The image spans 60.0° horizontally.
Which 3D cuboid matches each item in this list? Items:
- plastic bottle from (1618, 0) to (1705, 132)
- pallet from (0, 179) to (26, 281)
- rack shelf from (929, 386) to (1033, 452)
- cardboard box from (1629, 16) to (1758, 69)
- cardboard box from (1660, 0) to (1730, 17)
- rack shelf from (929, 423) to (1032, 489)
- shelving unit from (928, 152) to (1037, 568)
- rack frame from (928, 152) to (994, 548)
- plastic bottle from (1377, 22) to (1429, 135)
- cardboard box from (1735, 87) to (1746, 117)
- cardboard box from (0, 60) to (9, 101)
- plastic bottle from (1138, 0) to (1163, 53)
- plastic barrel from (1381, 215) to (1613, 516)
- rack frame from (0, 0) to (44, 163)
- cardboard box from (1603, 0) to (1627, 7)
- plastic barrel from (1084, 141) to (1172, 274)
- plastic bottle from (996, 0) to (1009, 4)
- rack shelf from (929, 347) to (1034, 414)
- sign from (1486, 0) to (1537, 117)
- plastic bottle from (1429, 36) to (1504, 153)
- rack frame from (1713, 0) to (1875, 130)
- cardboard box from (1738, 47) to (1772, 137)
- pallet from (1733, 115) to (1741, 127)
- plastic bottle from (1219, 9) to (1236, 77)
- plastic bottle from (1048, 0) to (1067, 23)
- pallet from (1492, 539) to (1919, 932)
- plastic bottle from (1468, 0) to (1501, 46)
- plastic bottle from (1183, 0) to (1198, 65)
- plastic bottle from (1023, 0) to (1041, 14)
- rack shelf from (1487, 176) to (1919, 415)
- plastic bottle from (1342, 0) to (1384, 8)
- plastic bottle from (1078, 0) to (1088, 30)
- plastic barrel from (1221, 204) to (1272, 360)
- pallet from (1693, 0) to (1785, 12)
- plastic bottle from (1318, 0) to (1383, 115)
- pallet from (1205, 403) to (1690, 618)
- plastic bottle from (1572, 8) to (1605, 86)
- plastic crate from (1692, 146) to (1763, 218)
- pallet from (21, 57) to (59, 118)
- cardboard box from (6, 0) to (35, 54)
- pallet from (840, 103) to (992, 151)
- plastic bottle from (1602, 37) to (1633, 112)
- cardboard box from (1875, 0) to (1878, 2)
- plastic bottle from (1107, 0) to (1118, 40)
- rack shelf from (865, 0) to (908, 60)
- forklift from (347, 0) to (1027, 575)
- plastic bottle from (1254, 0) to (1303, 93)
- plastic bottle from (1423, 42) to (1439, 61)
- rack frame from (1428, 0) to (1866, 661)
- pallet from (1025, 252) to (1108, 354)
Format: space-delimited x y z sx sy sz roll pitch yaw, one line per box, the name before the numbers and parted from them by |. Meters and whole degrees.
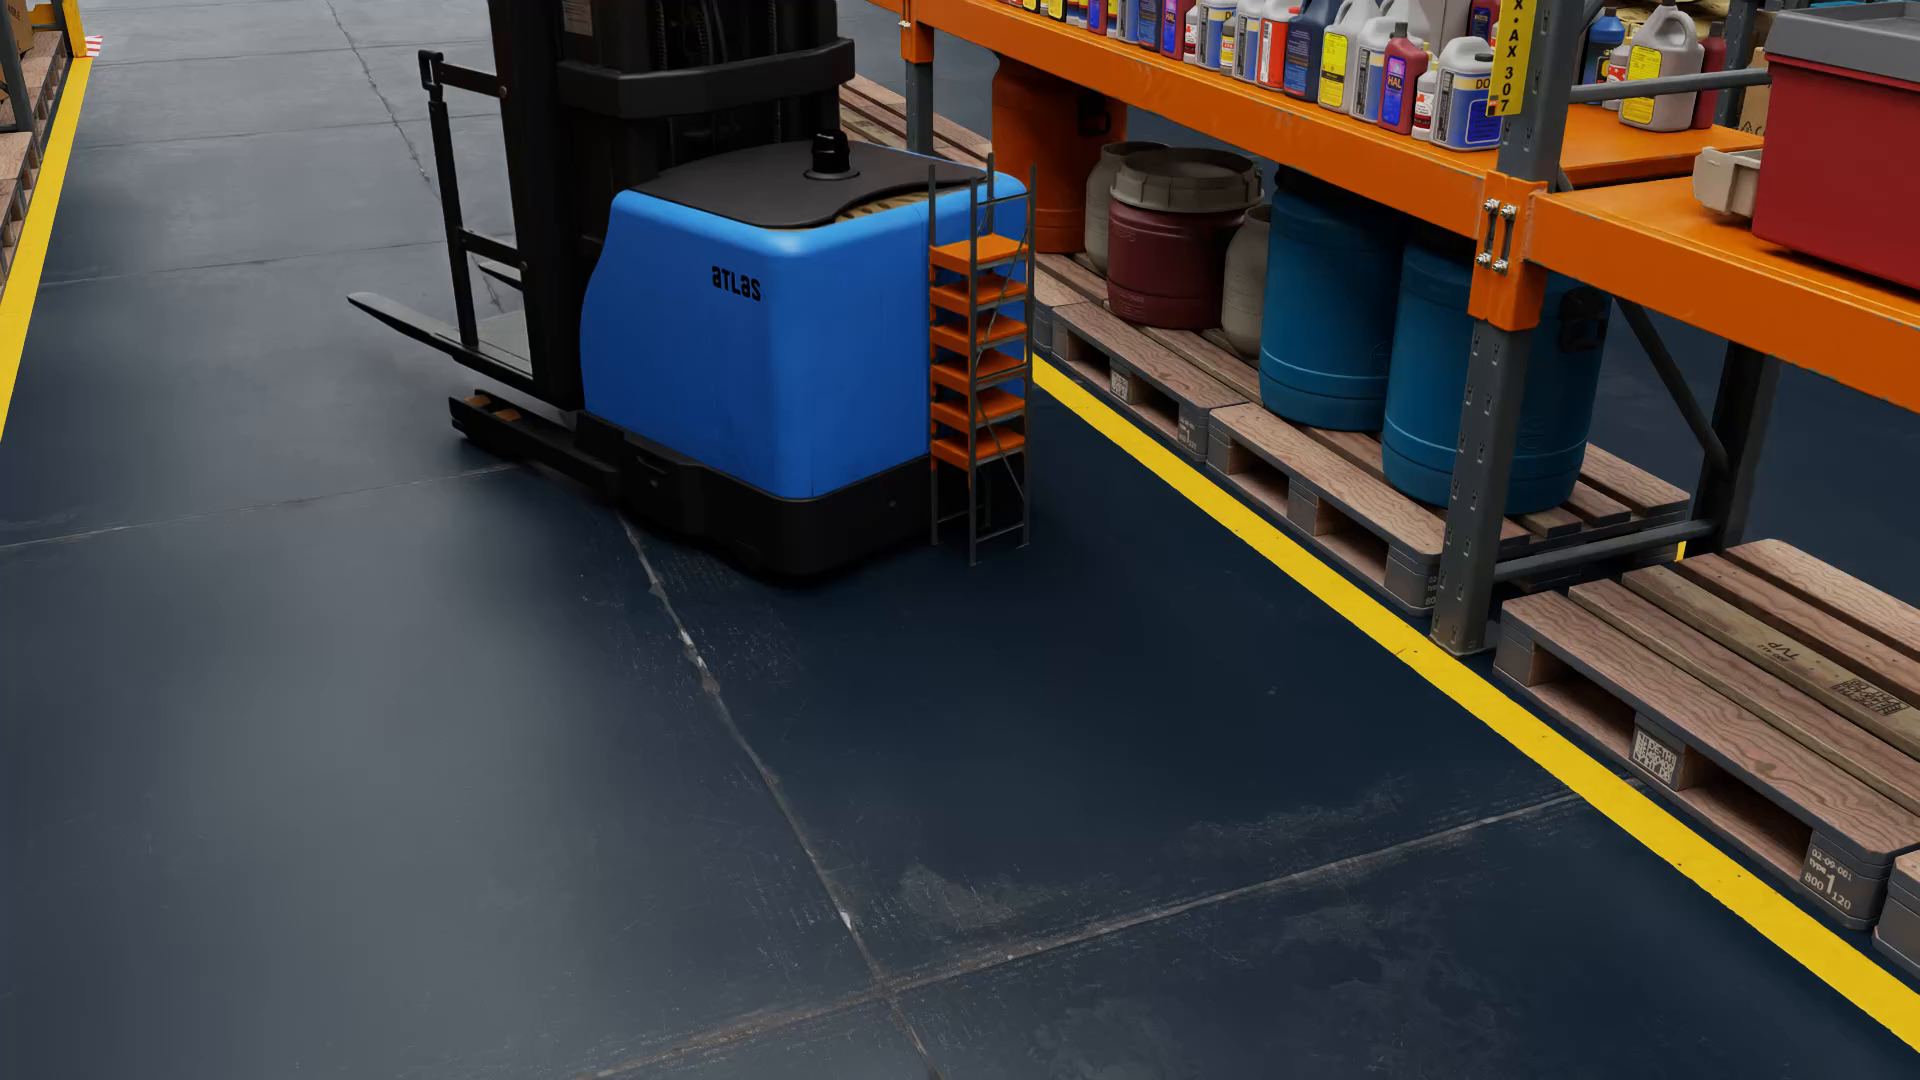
plastic bottle | 1.945 -1.320 4.590 0.144 0.351 0.185 -11 28 -21
pallet | -5.102 -1.446 7.971 1.003 0.211 1.213 -11 28 -21
rack shelf | 0.063 -0.371 5.018 0.258 0.103 0.180 -20 32 -35
cardboard box | 4.361 -2.966 9.923 0.500 0.311 0.500 -10 28 -19
cardboard box | 4.645 -3.270 10.544 0.500 0.311 0.500 -11 28 -22
rack shelf | 0.063 -0.264 5.070 0.258 0.103 0.180 -20 32 -35
shelving unit | 0.063 -0.519 4.946 0.258 1.200 0.189 -20 32 -35
rack frame | 0.005 -0.550 5.009 0.240 1.200 0.006 -20 32 -35
plastic bottle | 1.216 -1.264 4.554 0.061 0.283 0.133 -11 28 -21
cardboard box | 4.362 -2.716 10.048 0.500 0.250 0.500 -10 28 -19
cardboard box | -6.241 -2.970 10.284 0.500 0.500 0.500 -2 26 -4
plastic bottle | 0.708 -1.865 5.707 0.144 0.351 0.185 -11 28 -21
plastic barrel | 1.603 -0.596 4.965 0.600 0.901 0.708 -11 28 -21
rack frame | -5.890 -3.506 9.012 1.000 3.000 0.127 -11 28 -21
cardboard box | 3.957 -3.379 10.768 0.500 0.311 0.500 -11 28 -21
plastic barrel | 0.744 -1.406 7.068 0.421 0.512 0.421 0 26 0
plastic bottle | 0.192 -2.319 6.714 0.061 0.283 0.133 -11 28 -21
rack shelf | 0.063 -0.479 4.965 0.258 0.103 0.180 -20 32 -35
sign | 1.293 -1.158 3.888 0.100 0.325 0.005 -11 28 -21
plastic bottle | 1.348 -1.175 4.380 0.152 0.276 0.135 -11 28 -21
rack frame | 4.793 -3.592 9.188 1.000 3.000 0.127 -11 28 -21
cardboard box | 4.708 -2.434 9.163 0.500 0.500 0.500 -9 28 -18
pallet | 4.506 -2.678 10.494 1.003 0.211 1.213 -11 28 -21
plastic bottle | 0.885 -1.589 5.313 0.097 0.201 0.097 0 26 0
plastic bottle | 0.388 -2.118 6.302 0.061 0.283 0.133 -11 28 -21
pallet | 2.124 0.416 4.158 1.003 0.211 1.213 -11 28 -21
plastic bottle | 1.701 -1.655 5.354 0.061 0.283 0.133 -11 28 -21
plastic bottle | 0.794 -1.683 5.505 0.097 0.201 0.097 0 26 0
plastic bottle | 0.297 -2.211 6.493 0.061 0.283 0.133 -11 28 -21
rack shelf | 2.583 0.003 2.645 1.077 0.370 4.000 -11 28 -21
plastic bottle | 1.199 -1.520 5.000 0.144 0.351 0.185 -11 28 -21
plastic bottle | 0.488 -2.030 6.135 0.097 0.271 0.097 0 26 0
plastic barrel | 1.187 -0.950 6.134 0.421 0.512 0.421 0 26 0
pallet | 7.487 -5.071 15.397 1.003 0.211 1.213 -11 28 -21
plastic bottle | 1.139 -1.420 4.796 0.144 0.351 0.185 -11 28 -21
pallet | 1.536 -0.193 5.405 1.003 0.211 1.213 -11 28 -21
plastic bottle | 1.826 -1.472 4.987 0.152 0.276 0.135 -11 28 -21
plastic crate | 1.851 -0.824 3.750 0.396 0.136 0.243 -11 28 -21
pallet | -6.667 -3.012 11.177 1.003 0.211 1.213 -11 28 -21
cardboard box | -6.962 -3.696 11.772 0.500 0.500 0.500 -3 26 -7
pallet | -0.508 -2.301 9.721 1.003 0.211 1.213 -11 28 -21
plastic bottle | 1.935 -1.357 4.837 0.097 0.201 0.097 0 26 0
cardboard box | 8.087 -4.840 14.091 0.700 0.500 0.500 -10 28 -19
plastic bottle | 0.578 -1.937 5.944 0.097 0.271 0.097 0 26 0
rack shelf | -0.550 -3.227 9.260 1.077 0.370 4.000 -11 28 -21
forklift | -1.185 -1.757 5.507 3.031 2.935 1.130 23 34 39
plastic bottle | 1.008 -1.527 5.099 0.152 0.276 0.135 -11 28 -21
plastic bottle | 1.313 -1.318 4.758 0.097 0.201 0.097 0 26 0
rack frame | 1.800 -1.128 4.141 1.000 3.000 0.127 -11 28 -21
pallet | 0.581 -1.178 7.423 1.003 0.211 1.213 -11 28 -21
